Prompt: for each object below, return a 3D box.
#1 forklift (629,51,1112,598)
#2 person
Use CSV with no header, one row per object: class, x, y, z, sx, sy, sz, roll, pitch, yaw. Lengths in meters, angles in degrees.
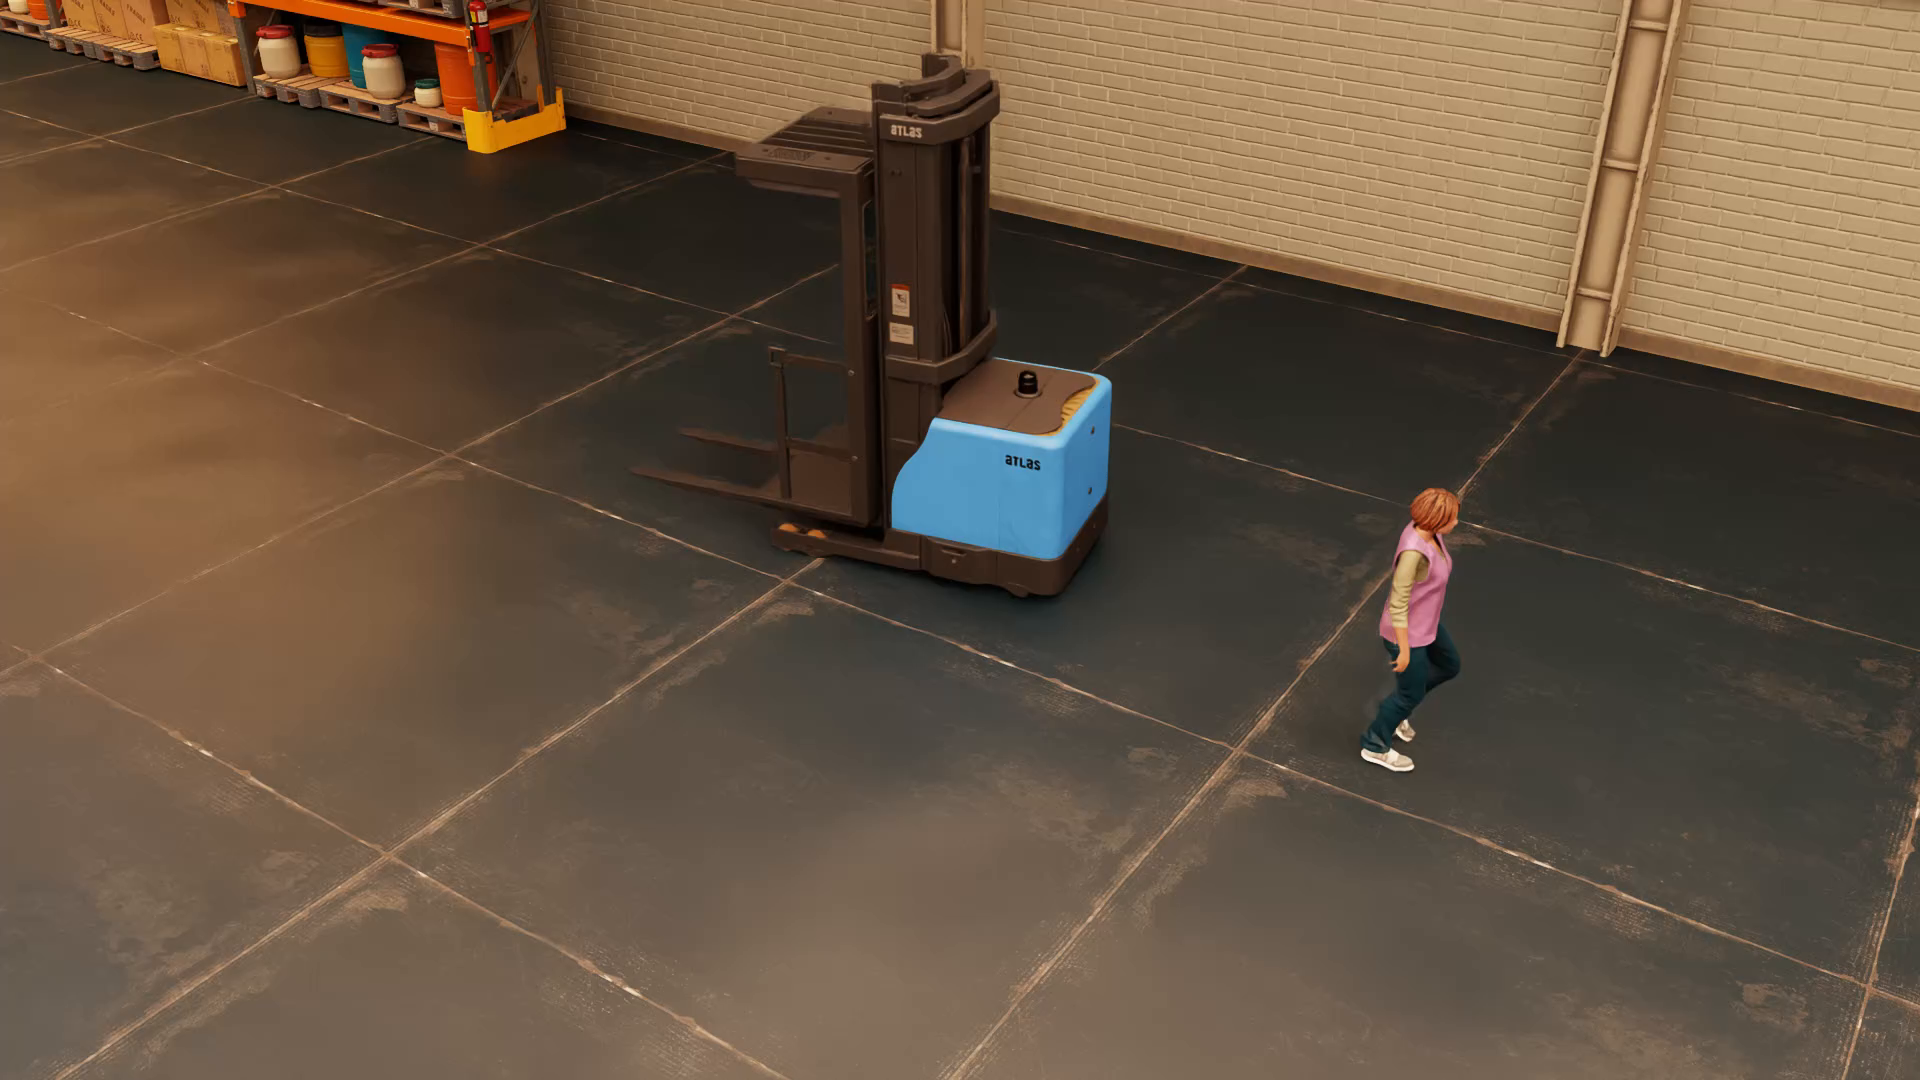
forklift,-0.635,-1.393,9.981,3.031,2.935,1.130,12,32,19
person,2.266,0.445,8.165,0.425,1.578,0.534,11,32,18
